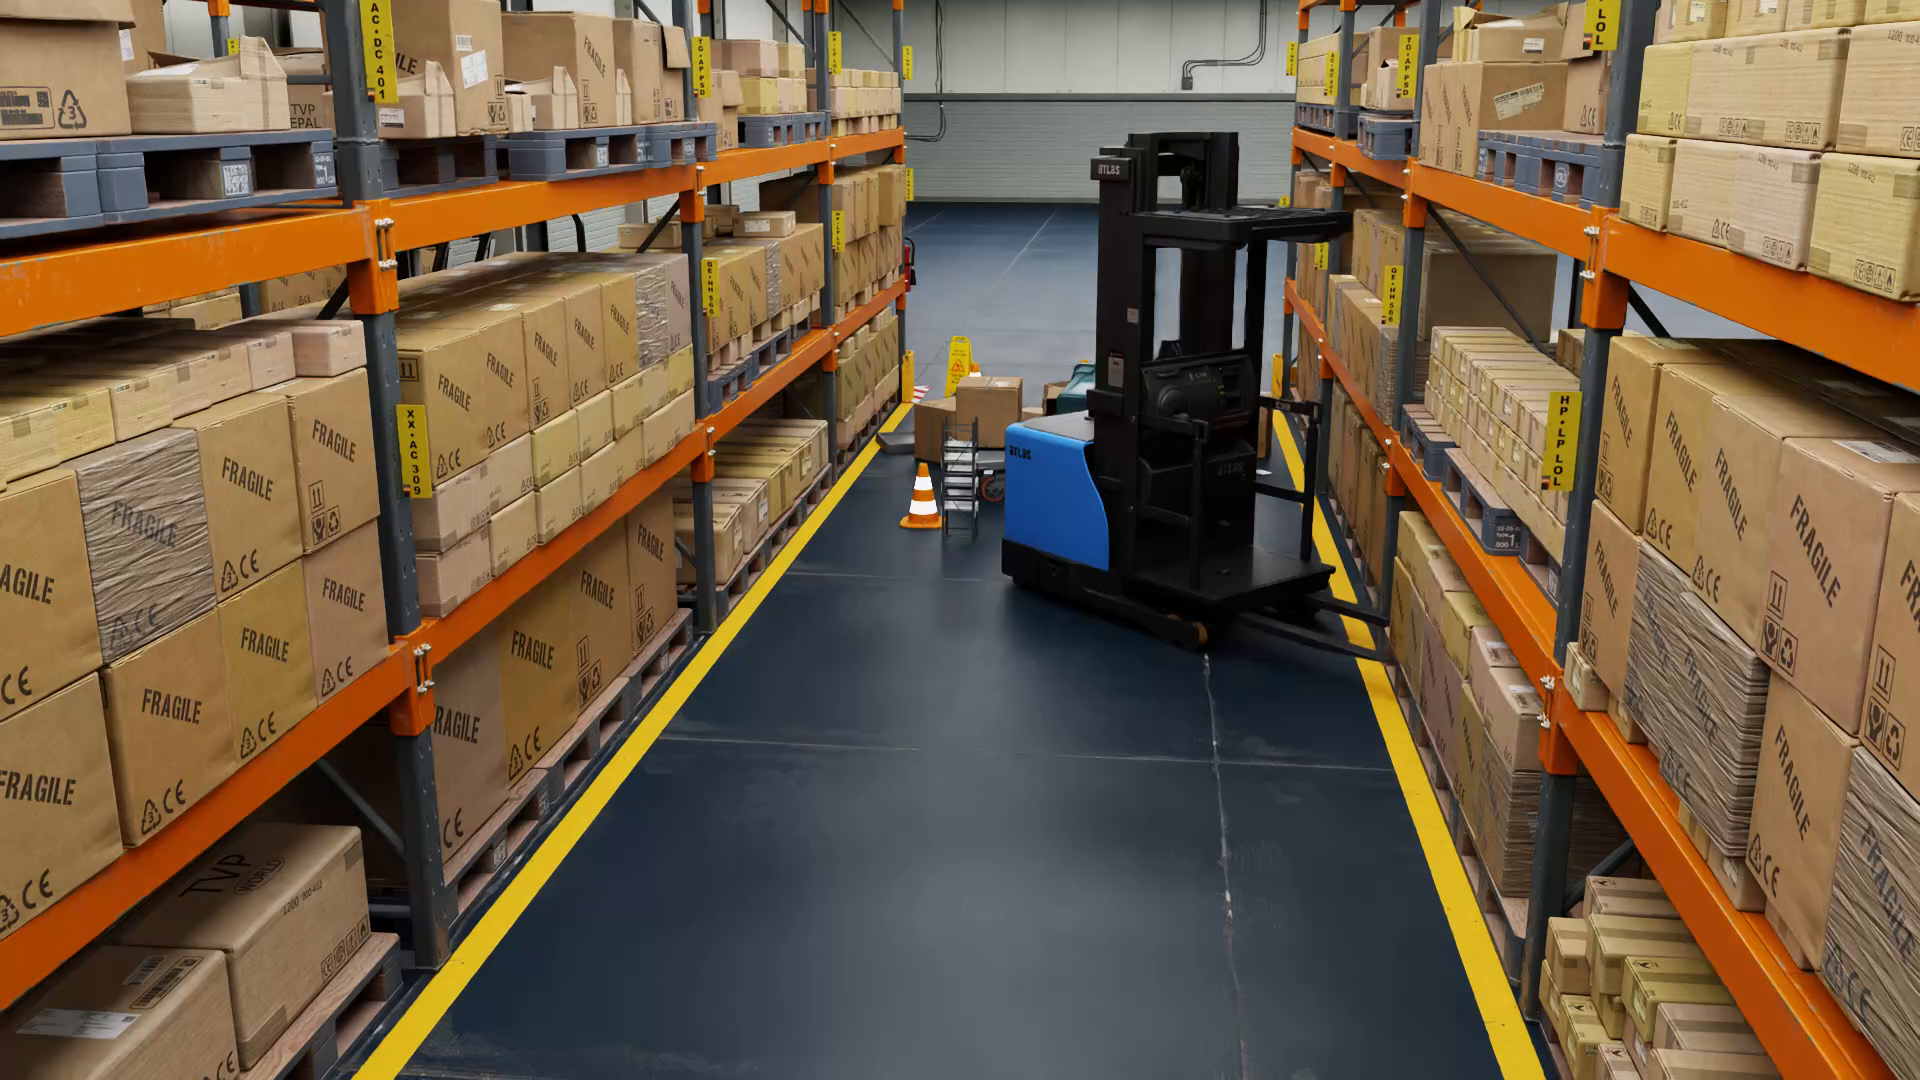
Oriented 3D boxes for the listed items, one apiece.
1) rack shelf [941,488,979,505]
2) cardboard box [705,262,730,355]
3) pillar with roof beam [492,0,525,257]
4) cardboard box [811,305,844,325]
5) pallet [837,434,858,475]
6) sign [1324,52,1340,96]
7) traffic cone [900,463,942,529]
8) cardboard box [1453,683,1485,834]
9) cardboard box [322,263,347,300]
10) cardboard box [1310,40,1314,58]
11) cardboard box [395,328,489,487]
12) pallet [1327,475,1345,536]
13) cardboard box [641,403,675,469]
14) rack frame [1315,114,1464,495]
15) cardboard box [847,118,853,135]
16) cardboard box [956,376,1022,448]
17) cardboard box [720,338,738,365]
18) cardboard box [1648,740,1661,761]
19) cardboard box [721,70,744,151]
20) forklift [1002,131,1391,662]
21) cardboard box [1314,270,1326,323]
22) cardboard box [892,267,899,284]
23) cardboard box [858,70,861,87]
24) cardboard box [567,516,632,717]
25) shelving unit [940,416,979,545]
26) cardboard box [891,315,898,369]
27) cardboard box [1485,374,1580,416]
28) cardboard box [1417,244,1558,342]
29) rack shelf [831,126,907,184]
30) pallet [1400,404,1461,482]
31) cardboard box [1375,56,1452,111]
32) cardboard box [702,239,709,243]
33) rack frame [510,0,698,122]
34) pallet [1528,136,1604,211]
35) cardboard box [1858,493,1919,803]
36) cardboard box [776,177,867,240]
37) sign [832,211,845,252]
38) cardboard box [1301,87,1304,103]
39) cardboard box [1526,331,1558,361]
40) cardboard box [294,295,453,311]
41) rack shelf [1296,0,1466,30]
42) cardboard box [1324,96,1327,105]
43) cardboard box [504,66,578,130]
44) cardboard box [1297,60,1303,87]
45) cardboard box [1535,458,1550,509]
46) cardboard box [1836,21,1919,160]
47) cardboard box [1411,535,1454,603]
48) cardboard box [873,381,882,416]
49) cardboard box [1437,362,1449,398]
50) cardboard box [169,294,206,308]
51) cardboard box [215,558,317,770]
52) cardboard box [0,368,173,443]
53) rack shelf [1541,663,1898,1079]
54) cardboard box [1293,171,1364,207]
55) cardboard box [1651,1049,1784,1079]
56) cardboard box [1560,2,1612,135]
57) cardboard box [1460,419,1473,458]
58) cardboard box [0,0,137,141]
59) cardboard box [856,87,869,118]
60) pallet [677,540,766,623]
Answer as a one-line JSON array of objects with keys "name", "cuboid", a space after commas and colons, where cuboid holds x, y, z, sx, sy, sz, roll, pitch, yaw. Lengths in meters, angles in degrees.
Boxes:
[{"name": "rack shelf", "cuboid": [-0.001, -0.313, 12.069, 0.258, 0.077, 0.200, 2, 15, 6]}, {"name": "cardboard box", "cuboid": [-1.701, -1.406, 10.051, 0.500, 0.500, 0.500, 1, 15, 5]}, {"name": "pillar with roof beam", "cuboid": [-2.031, -7.293, 21.895, 9.100, 9.000, 0.400, 2, 15, 6]}, {"name": "cardboard box", "cuboid": [-1.176, -1.890, 13.888, 0.380, 0.149, 0.250, 2, 15, 6]}, {"name": "pallet", "cuboid": [-1.490, -0.768, 14.600, 1.003, 0.211, 1.213, 2, 15, 6]}, {"name": "sign", "cuboid": [2.848, -3.572, 12.735, 0.100, 0.325, 0.005, 2, 15, 6]}, {"name": "traffic cone", "cuboid": [-0.279, -0.352, 12.577, 0.336, 0.463, 0.334, 2, 15, 6]}, {"name": "cardboard box", "cuboid": [2.388, 0.927, 6.973, 0.500, 0.500, 0.500, 1, 15, 5]}, {"name": "cardboard box", "cuboid": [-6.055, -2.507, 15.496, 0.500, 0.500, 0.500, 2, 15, 6]}, {"name": "cardboard box", "cuboid": [3.352, -4.413, 14.947, 0.380, 0.149, 0.250, 2, 15, 6]}, {"name": "cardboard box", "cuboid": [-2.098, -0.501, 6.161, 0.500, 0.500, 0.500, 2, 15, 7]}, {"name": "pallet", "cuboid": [3.387, -0.271, 12.761, 1.003, 0.211, 1.213, 2, 15, 6]}, {"name": "cardboard box", "cuboid": [-1.823, -0.558, 8.765, 0.500, 0.250, 0.500, 2, 15, 7]}, {"name": "rack frame", "cuboid": [3.399, -1.820, 13.145, 1.000, 3.000, 0.127, 2, 15, 6]}, {"name": "cardboard box", "cuboid": [-1.139, -3.606, 14.487, 0.380, 0.149, 0.250, 1, 15, 5]}, {"name": "cardboard box", "cuboid": [0.242, -1.054, 13.650, 0.500, 0.500, 0.500, 2, 15, 6]}, {"name": "cardboard box", "cuboid": [-1.618, -1.204, 10.545, 0.380, 0.149, 0.250, 1, 15, 3]}, {"name": "cardboard box", "cuboid": [2.206, 0.580, 4.751, 0.380, 0.149, 0.250, 1, 15, 4]}, {"name": "cardboard box", "cuboid": [-1.838, -2.796, 10.812, 0.797, 0.503, 0.637, 2, 15, 6]}, {"name": "forklift", "cuboid": [1.589, -0.913, 9.925, 1.130, 2.935, 3.031, -12, 19, -37]}, {"name": "cardboard box", "cuboid": [3.469, -2.132, 14.011, 0.875, 0.550, 0.550, 2, 15, 6]}, {"name": "cardboard box", "cuboid": [-0.827, -2.683, 16.820, 0.380, 0.149, 0.250, 2, 15, 6]}, {"name": "cardboard box", "cuboid": [-1.078, -4.062, 14.647, 0.380, 0.149, 0.250, 1, 15, 5]}, {"name": "cardboard box", "cuboid": [-2.247, 0.329, 8.465, 0.875, 0.875, 0.875, 2, 15, 7]}, {"name": "shelving unit", "cuboid": [-0.001, -0.432, 12.037, 0.258, 0.900, 0.210, 2, 15, 6]}, {"name": "cardboard box", "cuboid": [-0.910, -1.999, 16.834, 0.500, 0.500, 0.500, 2, 15, 7]}, {"name": "cardboard box", "cuboid": [2.525, -0.631, 7.287, 0.380, 0.149, 0.250, 1, 15, 5]}, {"name": "cardboard box", "cuboid": [3.009, -1.429, 9.595, 0.700, 0.500, 0.500, 2, 15, 6]}, {"name": "rack shelf", "cuboid": [-1.305, -3.559, 15.208, 1.077, 0.370, 4.000, 2, 15, 6]}, {"name": "pallet", "cuboid": [2.973, -0.502, 8.639, 1.213, 0.211, 1.003, 2, 15, 6]}, {"name": "cardboard box", "cuboid": [2.768, -2.718, 9.896, 0.500, 0.311, 0.500, 2, 15, 6]}, {"name": "cardboard box", "cuboid": [-2.041, -1.829, 11.615, 0.500, 0.500, 0.500, 1, 15, 4]}, {"name": "rack frame", "cuboid": [-1.982, -3.798, 8.968, 1.000, 3.000, 0.127, 2, 15, 6]}, {"name": "pallet", "cuboid": [2.672, -1.259, 5.686, 1.213, 0.211, 1.003, 2, 15, 6]}, {"name": "cardboard box", "cuboid": [1.957, 0.225, 2.905, 0.500, 0.500, 0.500, 2, 15, 9]}, {"name": "cardboard box", "cuboid": [-1.186, -2.853, 14.291, 0.700, 0.500, 0.500, 2, 15, 7]}, {"name": "sign", "cuboid": [-0.979, -2.483, 13.379, 0.100, 0.325, 0.005, 2, 15, 6]}, {"name": "cardboard box", "cuboid": [3.437, -4.224, 15.777, 0.380, 0.149, 0.250, 2, 15, 6]}, {"name": "cardboard box", "cuboid": [3.267, -0.939, 9.697, 0.500, 0.500, 0.500, 2, 15, 7]}, {"name": "cardboard box", "cuboid": [-2.505, -0.784, 7.208, 0.500, 0.500, 0.500, 2, 15, 8]}, {"name": "rack shelf", "cuboid": [3.625, -4.694, 14.427, 1.077, 0.370, 4.000, 2, 15, 6]}, {"name": "cardboard box", "cuboid": [3.179, -3.634, 13.593, 0.380, 0.149, 0.250, 2, 15, 7]}, {"name": "cardboard box", "cuboid": [-1.879, -1.914, 7.200, 0.396, 0.266, 0.258, 3, 15, 11]}, {"name": "cardboard box", "cuboid": [3.541, -4.510, 16.068, 0.500, 0.250, 0.500, 2, 15, 6]}, {"name": "cardboard box", "cuboid": [2.405, -0.212, 6.305, 0.380, 0.149, 0.250, 2, 15, 9]}, {"name": "cardboard box", "cuboid": [2.030, -0.847, 3.132, 0.500, 0.250, 0.500, 1, 15, 4]}, {"name": "cardboard box", "cuboid": [2.572, 0.163, 8.361, 0.500, 0.250, 0.500, 2, 15, 6]}, {"name": "cardboard box", "cuboid": [-1.023, -1.365, 15.925, 0.500, 0.250, 0.500, 1, 15, 4]}, {"name": "cardboard box", "cuboid": [2.665, -0.817, 8.546, 0.380, 0.149, 0.250, 2, 15, 9]}, {"name": "cardboard box", "cuboid": [-6.315, -1.985, 13.086, 0.500, 0.250, 0.500, 1, 15, 5]}, {"name": "cardboard box", "cuboid": [-2.284, 0.349, 4.934, 0.500, 0.500, 0.500, 1, 15, 5]}, {"name": "cardboard box", "cuboid": [-2.330, -0.358, 4.388, 0.380, 0.149, 0.250, 2, 15, 6]}, {"name": "rack shelf", "cuboid": [2.271, 1.121, 3.648, 1.077, 0.370, 4.000, 2, 15, 6]}, {"name": "cardboard box", "cuboid": [3.770, -3.356, 16.470, 0.875, 0.550, 0.550, 2, 15, 6]}, {"name": "cardboard box", "cuboid": [2.066, 1.493, 4.410, 0.380, 0.149, 0.250, 2, 15, 7]}, {"name": "cardboard box", "cuboid": [2.801, -1.842, 6.480, 0.797, 0.503, 0.637, 1, 15, 6]}, {"name": "cardboard box", "cuboid": [2.580, -0.475, 7.849, 0.380, 0.149, 0.250, 2, 15, 8]}, {"name": "cardboard box", "cuboid": [-2.553, -1.263, 4.144, 0.797, 0.503, 0.637, 3, 15, 11]}, {"name": "cardboard box", "cuboid": [-1.090, -3.828, 14.544, 0.500, 0.250, 0.500, 2, 15, 7]}, {"name": "pallet", "cuboid": [-1.892, 0.242, 10.864, 1.003, 0.211, 1.213, 2, 15, 6]}]
